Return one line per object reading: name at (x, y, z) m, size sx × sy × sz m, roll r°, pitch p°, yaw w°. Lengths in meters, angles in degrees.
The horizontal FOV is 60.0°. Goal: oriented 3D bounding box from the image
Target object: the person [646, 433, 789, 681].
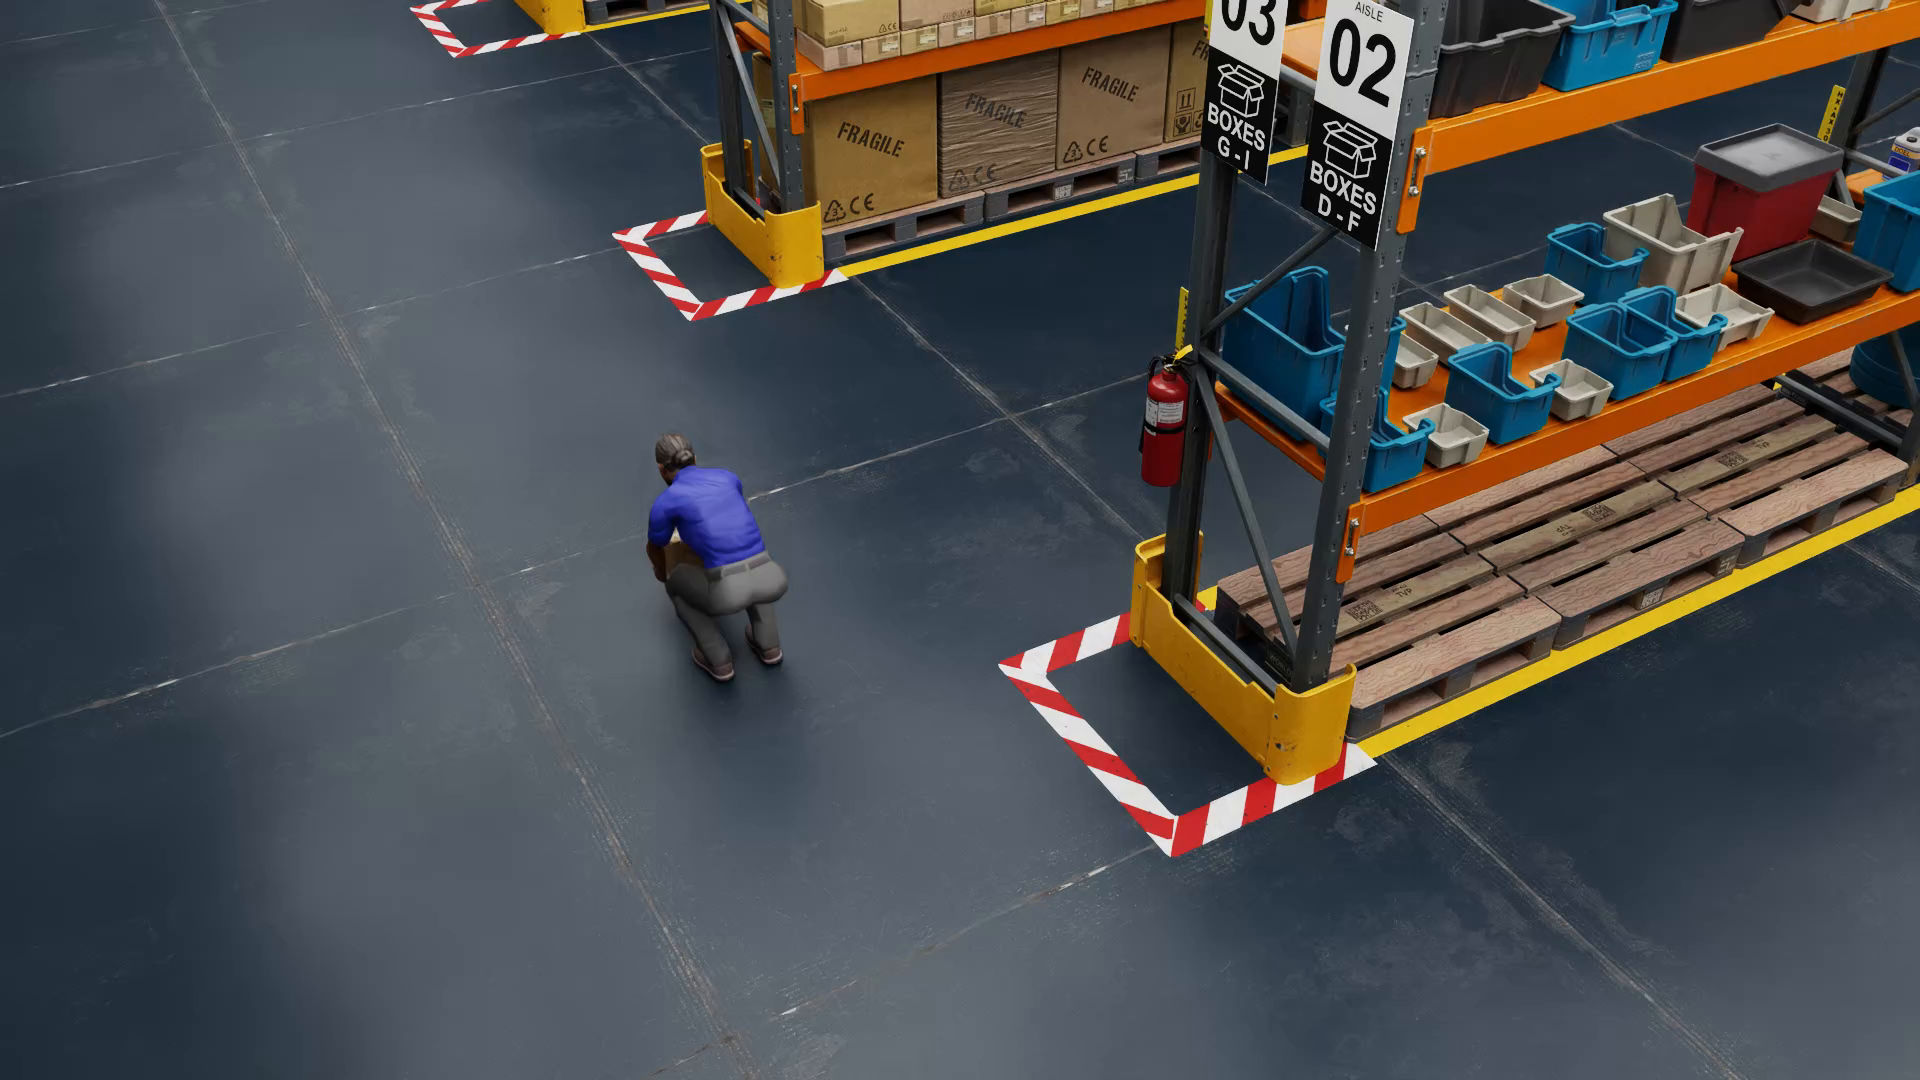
person at (-1.087, 0.086, 7.364) m, size 0.486 × 1.006 × 0.786 m, roll -19°, pitch 41°, yaw -24°
